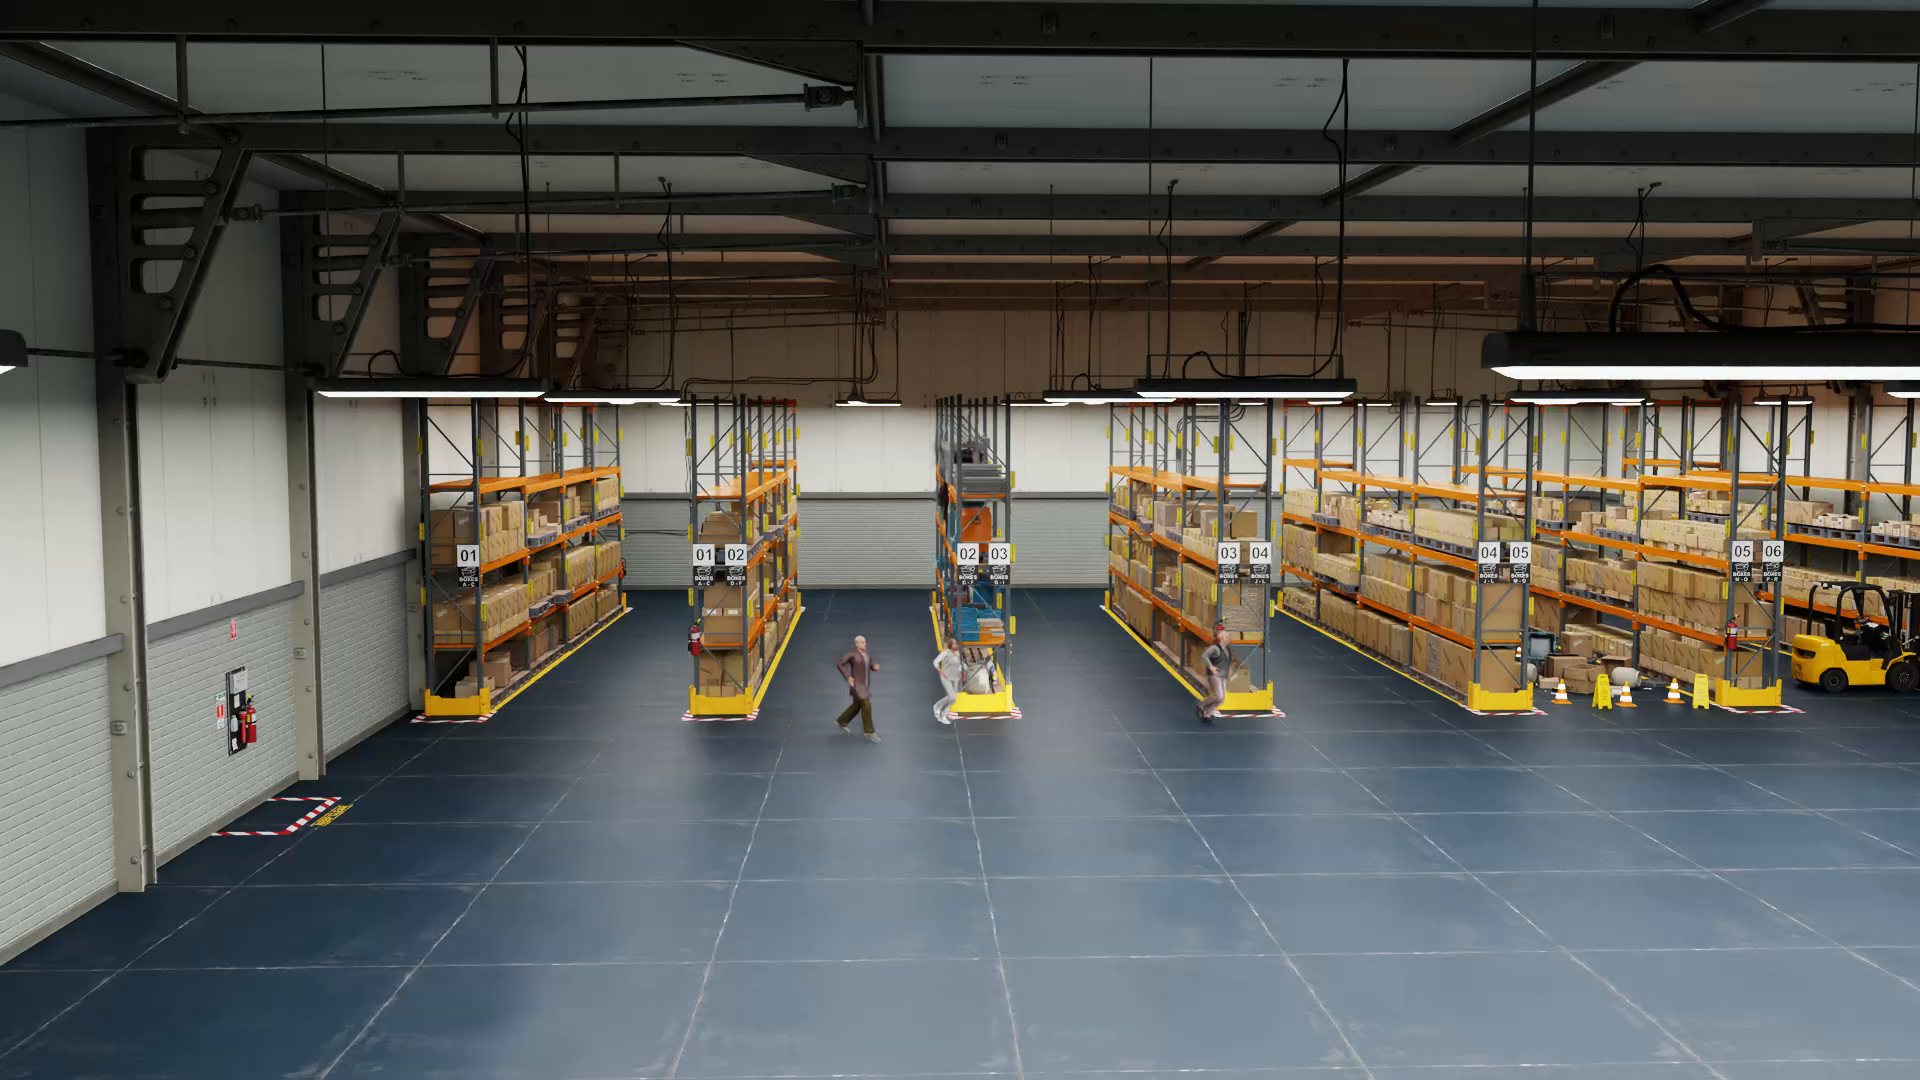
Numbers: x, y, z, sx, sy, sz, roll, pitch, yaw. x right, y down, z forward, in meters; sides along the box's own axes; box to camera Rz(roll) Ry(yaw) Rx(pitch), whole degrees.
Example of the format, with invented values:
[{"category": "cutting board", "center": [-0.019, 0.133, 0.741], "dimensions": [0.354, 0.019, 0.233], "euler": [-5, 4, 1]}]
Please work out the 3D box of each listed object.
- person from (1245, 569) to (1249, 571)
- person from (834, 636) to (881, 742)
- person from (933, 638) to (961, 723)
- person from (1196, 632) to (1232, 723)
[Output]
[{"category": "person", "center": [8.134, 1.081, 48.198], "dimensions": [0.743, 1.703, 0.558], "euler": [4, 6, 39]}, {"category": "person", "center": [-1.754, 2.559, 28.869], "dimensions": [0.975, 1.816, 0.679], "euler": [2, 5, 27]}, {"category": "person", "center": [-0.185, 2.569, 30.388], "dimensions": [0.535, 1.553, 0.506], "euler": [-4, 6, -44]}, {"category": "person", "center": [4.714, 2.508, 30.414], "dimensions": [0.714, 1.635, 0.566], "euler": [-4, 6, -44]}]
